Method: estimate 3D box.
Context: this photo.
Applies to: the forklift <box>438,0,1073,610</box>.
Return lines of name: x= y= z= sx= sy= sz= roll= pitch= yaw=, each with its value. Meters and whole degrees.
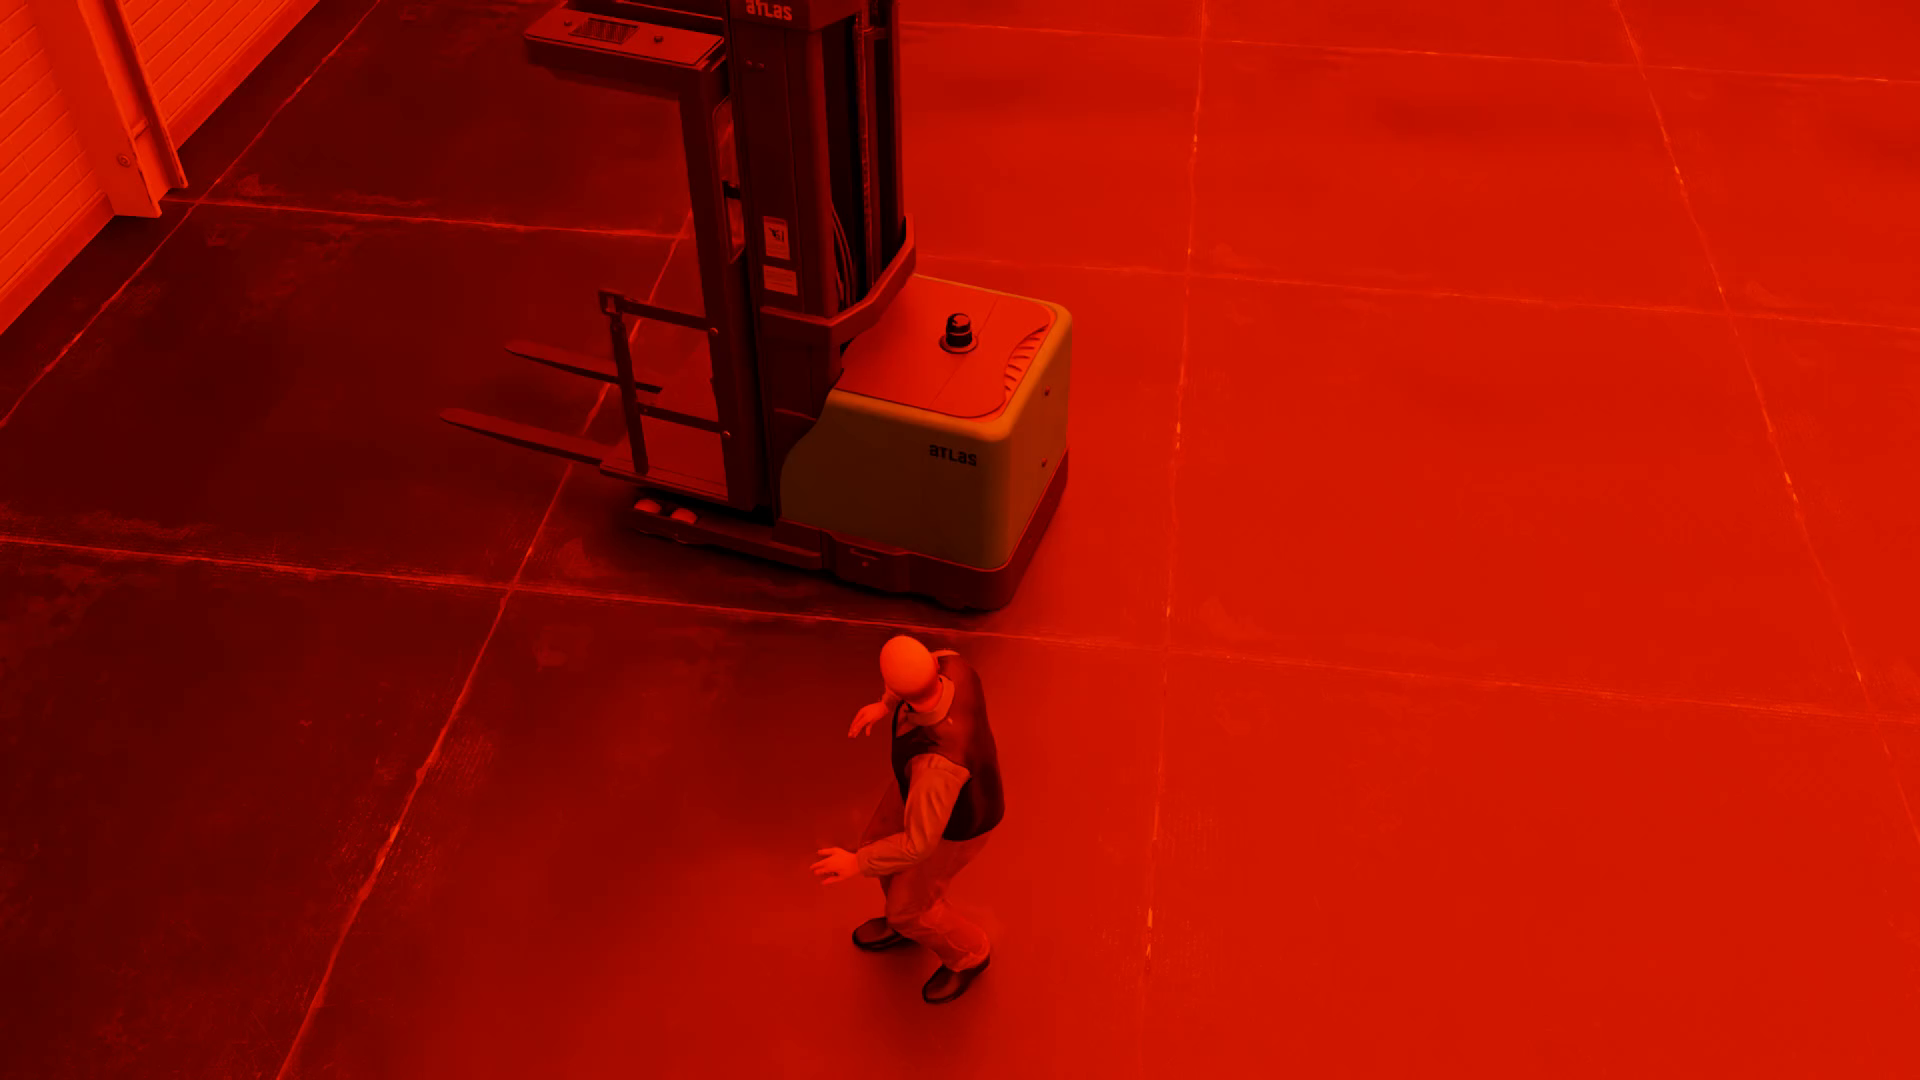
forklift: x=-1.051 y=-1.383 z=7.229 sx=3.031 sy=2.935 sz=1.130 roll=14 pitch=44 yaw=15

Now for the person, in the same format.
person: x=-0.193 y=0.934 z=5.677 sx=0.694 sy=1.660 sz=0.770 roll=-8 pitch=43 yaw=-8
